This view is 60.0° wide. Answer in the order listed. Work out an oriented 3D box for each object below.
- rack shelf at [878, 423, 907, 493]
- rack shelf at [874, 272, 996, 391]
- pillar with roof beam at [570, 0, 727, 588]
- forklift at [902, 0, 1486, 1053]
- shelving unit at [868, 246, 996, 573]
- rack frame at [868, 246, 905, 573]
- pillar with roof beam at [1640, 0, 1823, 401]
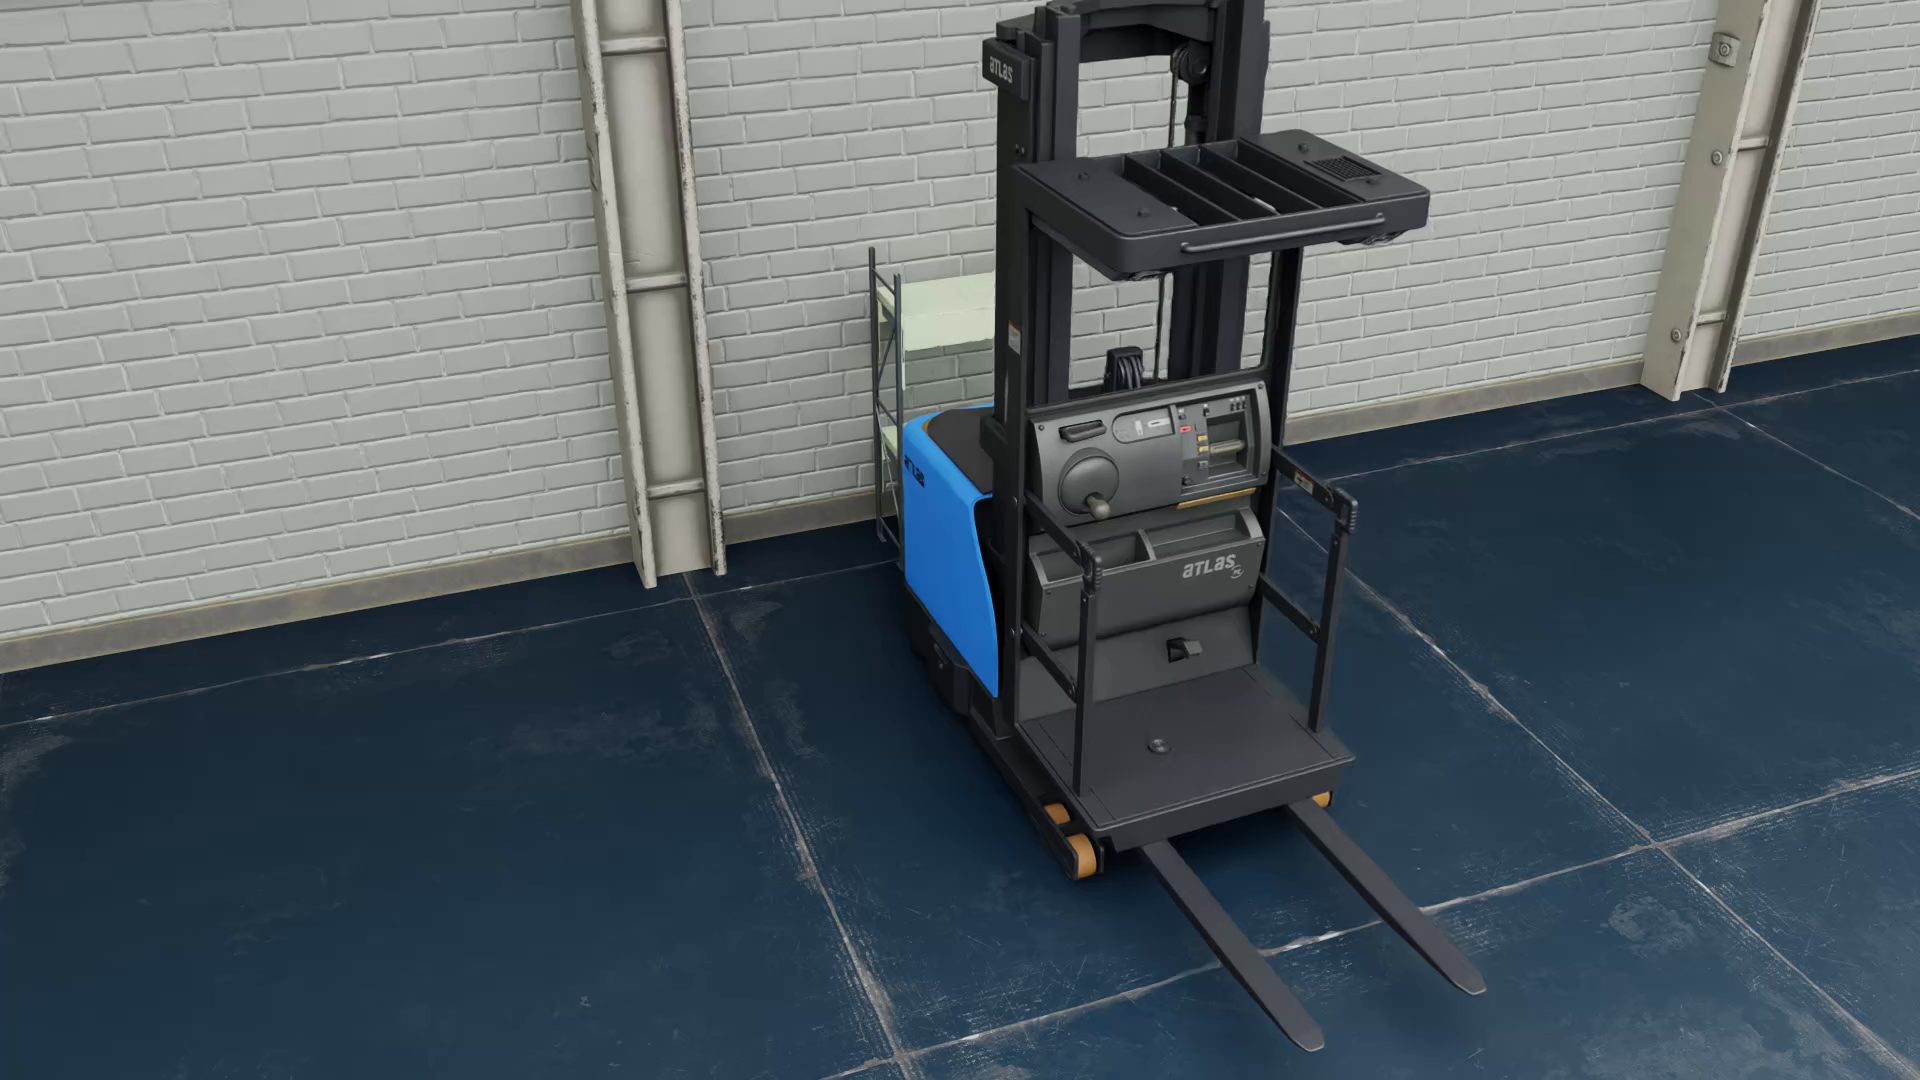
[{"bbox_3d":[0.006,-0.370,8.042,0.720,0.370,0.431,-10,31,-18],"label":"rack shelf"},{"bbox_3d":[0.006,-0.992,7.688,0.720,0.370,0.431,-10,31,-18],"label":"rack shelf"},{"bbox_3d":[0.147,-1.789,2.299,0.400,9.000,9.100,-10,31,-18],"label":"pillar with roof beam"},{"bbox_3d":[0.781,-0.274,5.771,1.130,2.935,3.031,-12,32,-20],"label":"forklift"},{"bbox_3d":[0.006,-0.653,7.881,0.755,1.500,0.431,-10,31,-18],"label":"shelving unit"},{"bbox_3d":[-0.337,-0.590,7.770,0.023,1.500,0.400,-10,31,-18],"label":"rack frame"},{"bbox_3d":[5.771,-2.825,4.117,0.400,9.000,9.100,-10,31,-18],"label":"pillar with roof beam"}]
